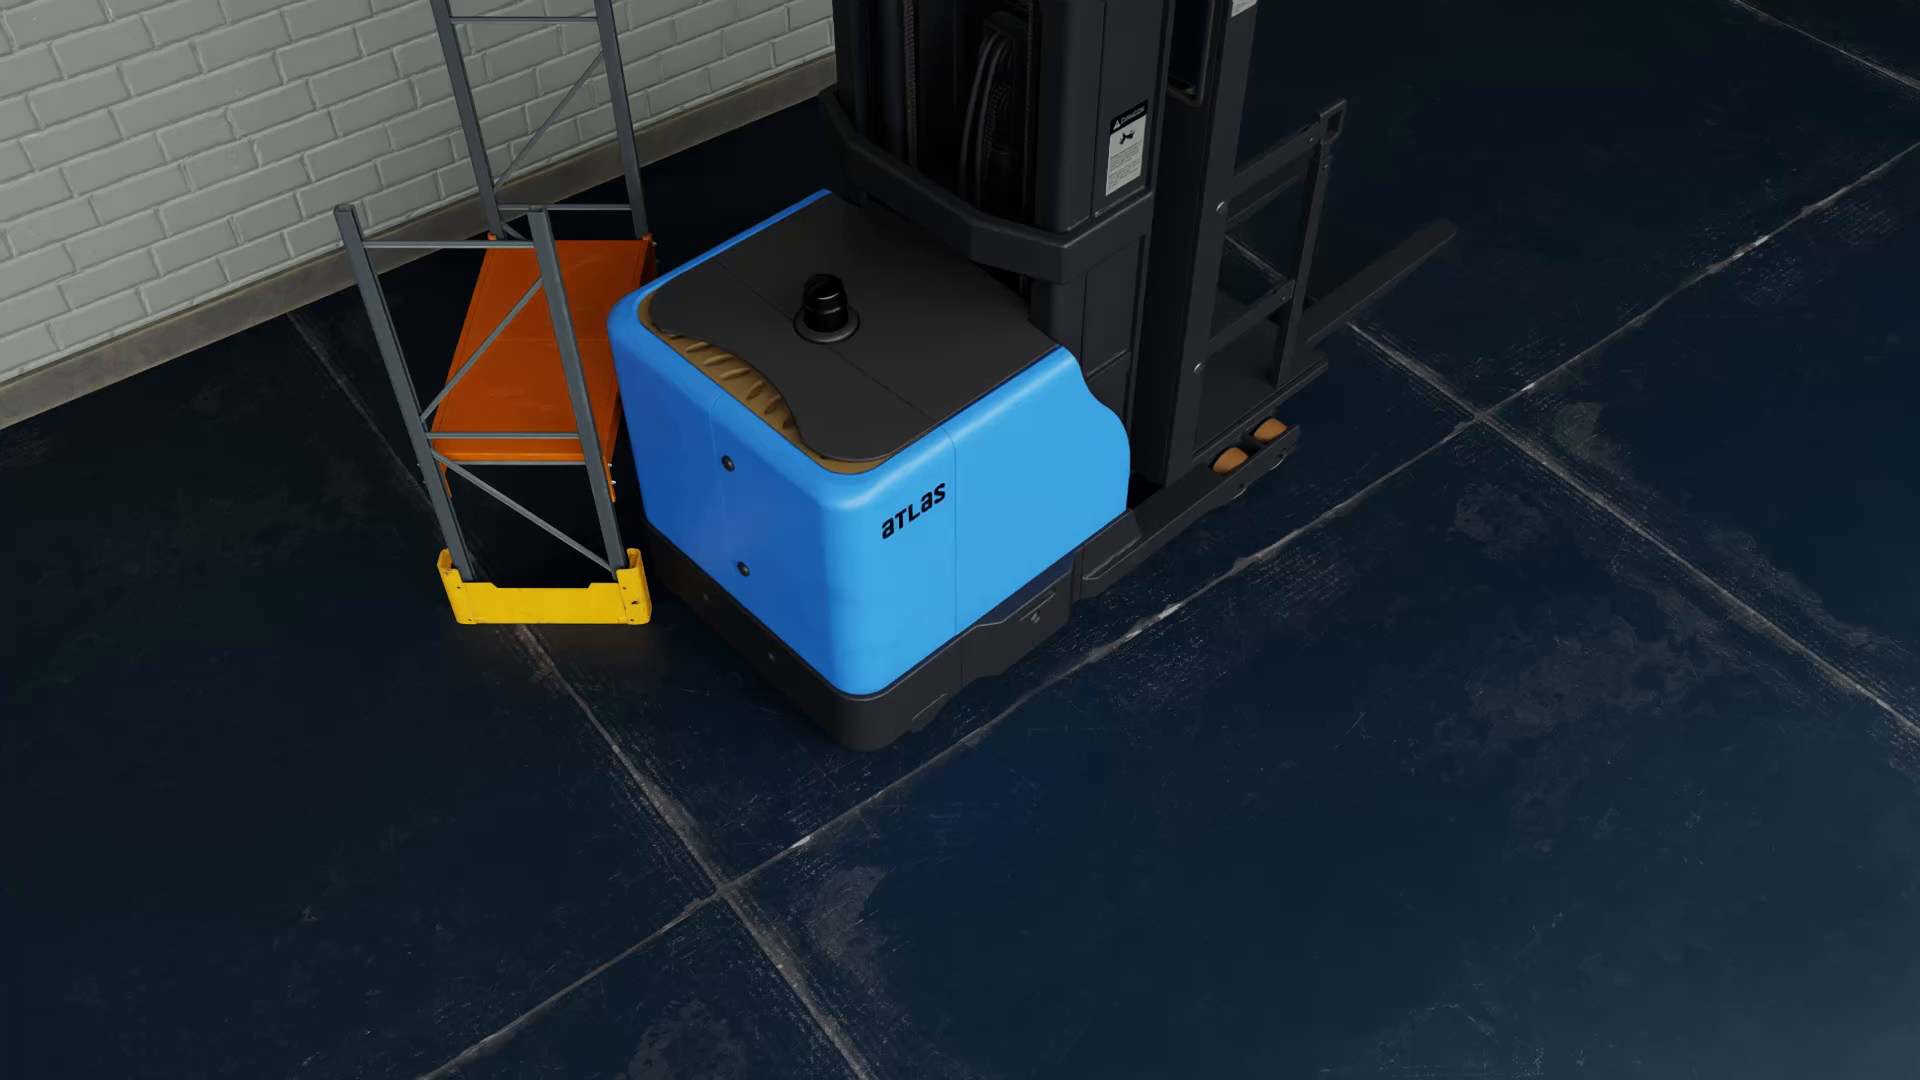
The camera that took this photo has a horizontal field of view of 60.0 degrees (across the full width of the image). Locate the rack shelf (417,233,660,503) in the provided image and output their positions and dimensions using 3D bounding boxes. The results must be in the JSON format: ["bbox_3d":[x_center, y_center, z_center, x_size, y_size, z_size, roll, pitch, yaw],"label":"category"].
[{"bbox_3d":[-1.230,-0.536,4.967,0.538,0.185,1.000,0,48,0],"label":"rack shelf"}]

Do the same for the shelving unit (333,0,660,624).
[{"bbox_3d":[-1.230,-0.650,4.827,0.587,1.500,1.083,0,48,0],"label":"shelving unit"}]

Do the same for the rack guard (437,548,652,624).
[{"bbox_3d":[-1.231,0.138,4.956,0.587,0.250,0.087,0,48,0],"label":"rack guard"}]

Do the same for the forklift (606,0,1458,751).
[{"bbox_3d":[0.466,-1.370,4.513,3.031,2.935,1.130,-35,57,-28],"label":"forklift"}]

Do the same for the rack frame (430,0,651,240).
[{"bbox_3d":[-1.228,-1.034,5.175,0.500,1.500,0.032,0,48,0],"label":"rack frame"}]

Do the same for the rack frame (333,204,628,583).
[{"bbox_3d":[-1.231,-0.281,4.492,0.500,1.500,0.032,0,48,0],"label":"rack frame"}]
